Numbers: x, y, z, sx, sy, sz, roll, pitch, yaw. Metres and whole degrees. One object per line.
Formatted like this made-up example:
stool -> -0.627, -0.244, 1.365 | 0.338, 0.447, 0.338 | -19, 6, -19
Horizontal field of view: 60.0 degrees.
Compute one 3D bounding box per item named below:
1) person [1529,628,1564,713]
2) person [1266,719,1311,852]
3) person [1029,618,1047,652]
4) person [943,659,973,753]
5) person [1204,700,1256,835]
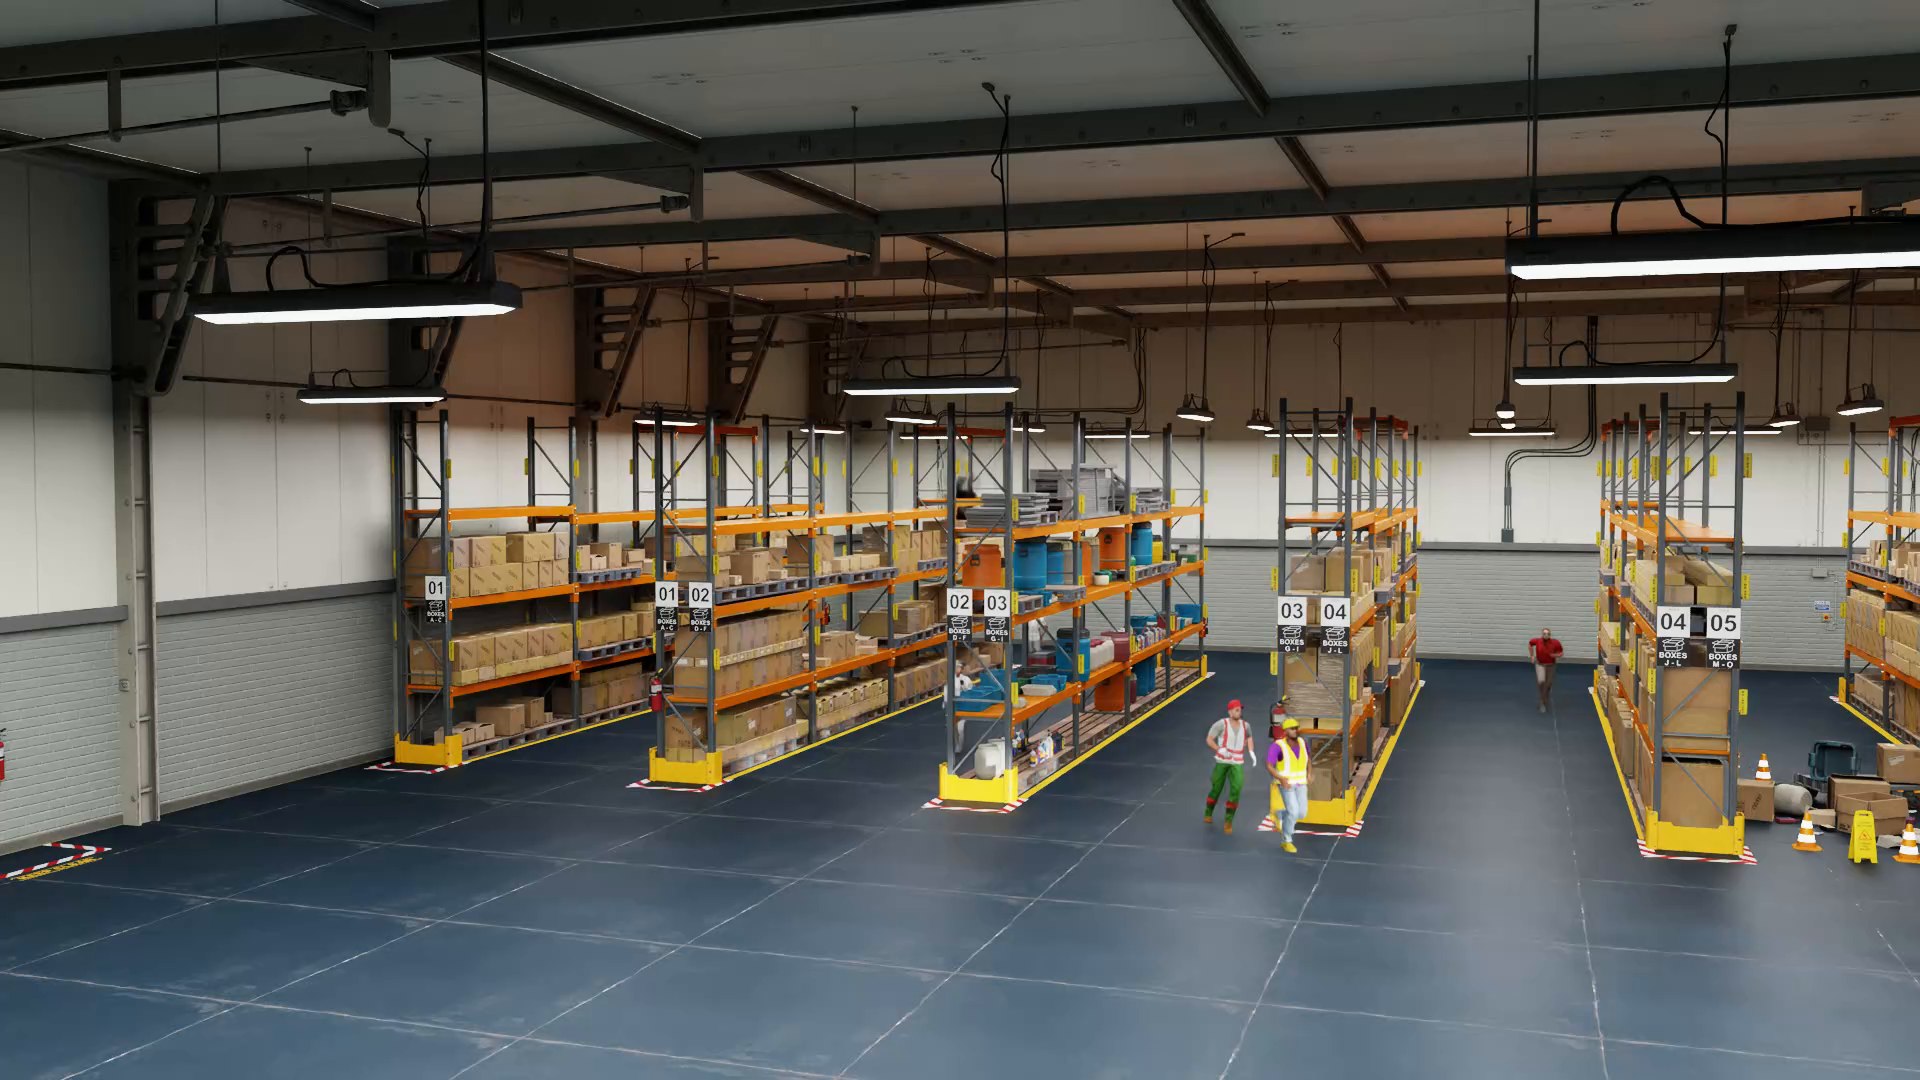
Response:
person -> 12.167, 2.691, 34.557 | 0.657, 1.755, 0.990 | 1, 2, 12
person -> 4.342, 3.206, 21.908 | 0.717, 1.741, 0.630 | -1, 3, -23
person -> 1.716, 2.376, 38.665 | 0.555, 1.728, 0.651 | 1, 3, 13
person -> -0.062, 2.921, 29.185 | 0.612, 1.650, 0.550 | 1, 3, 17
person -> 3.766, 3.121, 23.077 | 0.730, 1.819, 0.732 | 0, 2, -8
